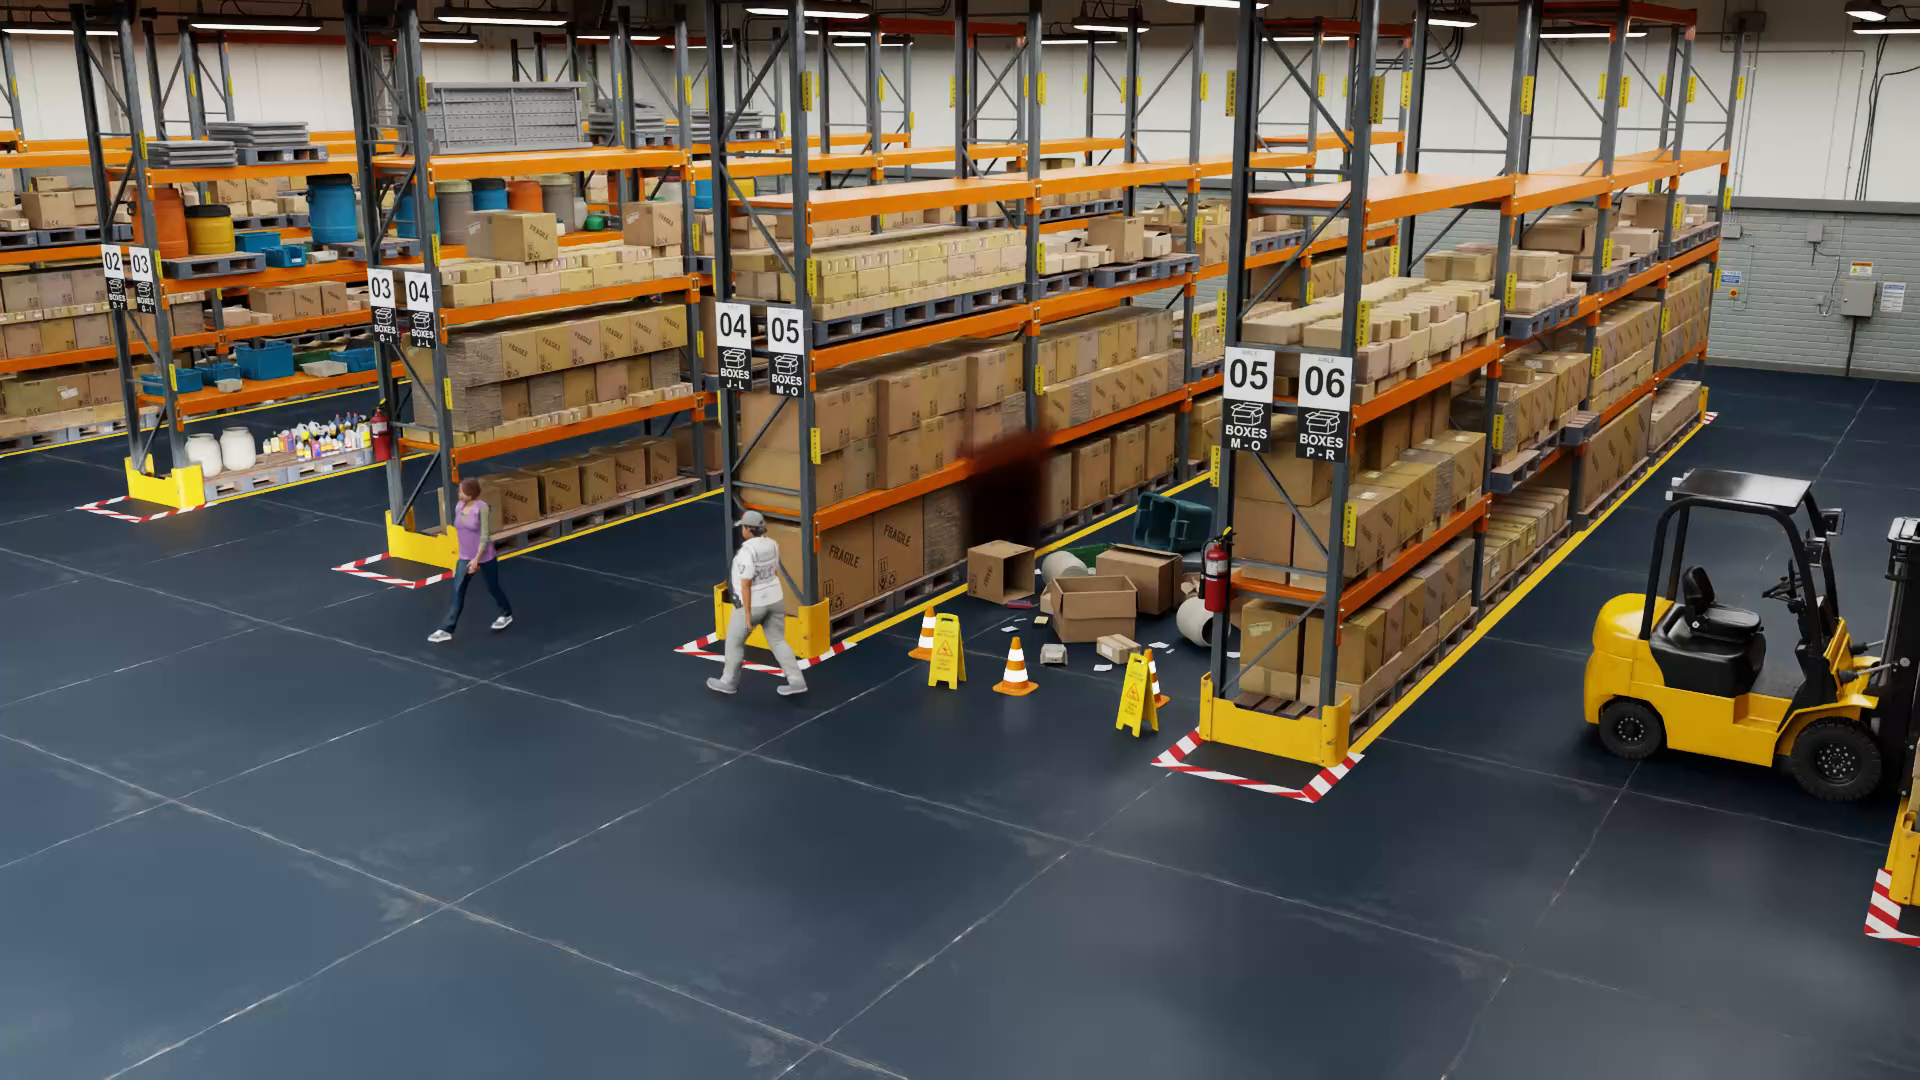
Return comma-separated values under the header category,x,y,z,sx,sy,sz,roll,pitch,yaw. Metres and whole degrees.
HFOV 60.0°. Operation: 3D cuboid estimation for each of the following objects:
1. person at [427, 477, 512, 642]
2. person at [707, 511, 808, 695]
category,x,y,z,sx,sy,sz,roll,pitch,yaw
person,-4.609,0.173,15.630,0.436,1.546,0.967,5,16,18
person,-1.752,0.545,14.233,0.861,1.636,0.494,13,20,39
